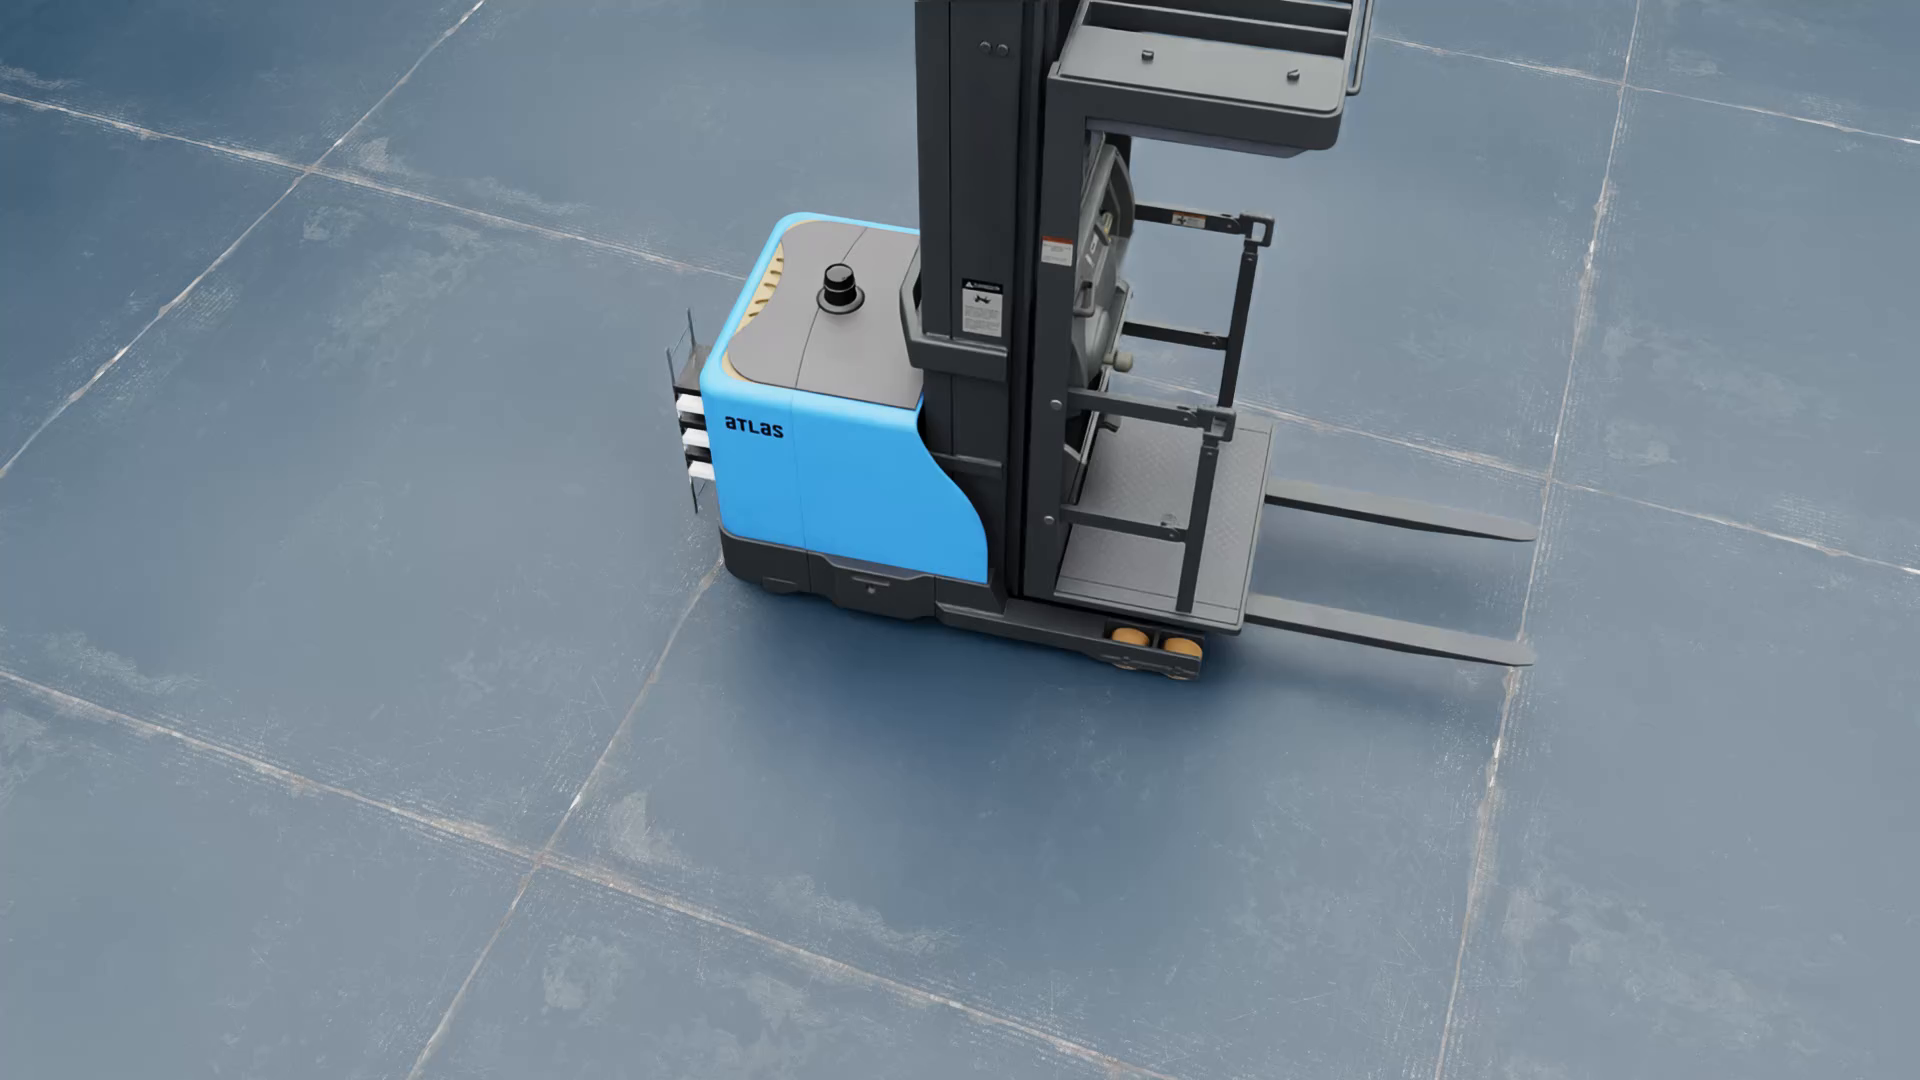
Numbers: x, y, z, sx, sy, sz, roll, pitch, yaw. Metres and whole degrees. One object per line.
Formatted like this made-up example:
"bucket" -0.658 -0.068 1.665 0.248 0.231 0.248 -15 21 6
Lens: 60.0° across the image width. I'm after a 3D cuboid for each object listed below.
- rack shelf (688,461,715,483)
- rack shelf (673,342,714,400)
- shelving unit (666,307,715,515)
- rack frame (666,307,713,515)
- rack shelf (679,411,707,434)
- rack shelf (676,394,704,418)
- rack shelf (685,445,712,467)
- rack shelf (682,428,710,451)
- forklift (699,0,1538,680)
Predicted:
"rack shelf" -0.936 -0.324 6.584 0.200 0.077 0.258 11 50 9
"rack shelf" -0.936 -0.619 6.244 0.200 0.077 0.258 11 50 9
"shelving unit" -0.936 -0.464 6.423 0.210 0.900 0.258 11 50 9
"rack frame" -1.035 -0.482 6.439 0.006 0.900 0.240 11 50 9
"rack shelf" -0.936 -0.501 6.380 0.200 0.077 0.258 11 50 9
"rack shelf" -0.936 -0.560 6.312 0.200 0.077 0.258 11 50 9
"rack shelf" -0.936 -0.383 6.516 0.200 0.077 0.258 11 50 9
"rack shelf" -0.936 -0.442 6.448 0.200 0.077 0.258 11 50 9
"forklift" 0.660 -0.889 5.448 3.031 2.935 1.130 11 50 9
